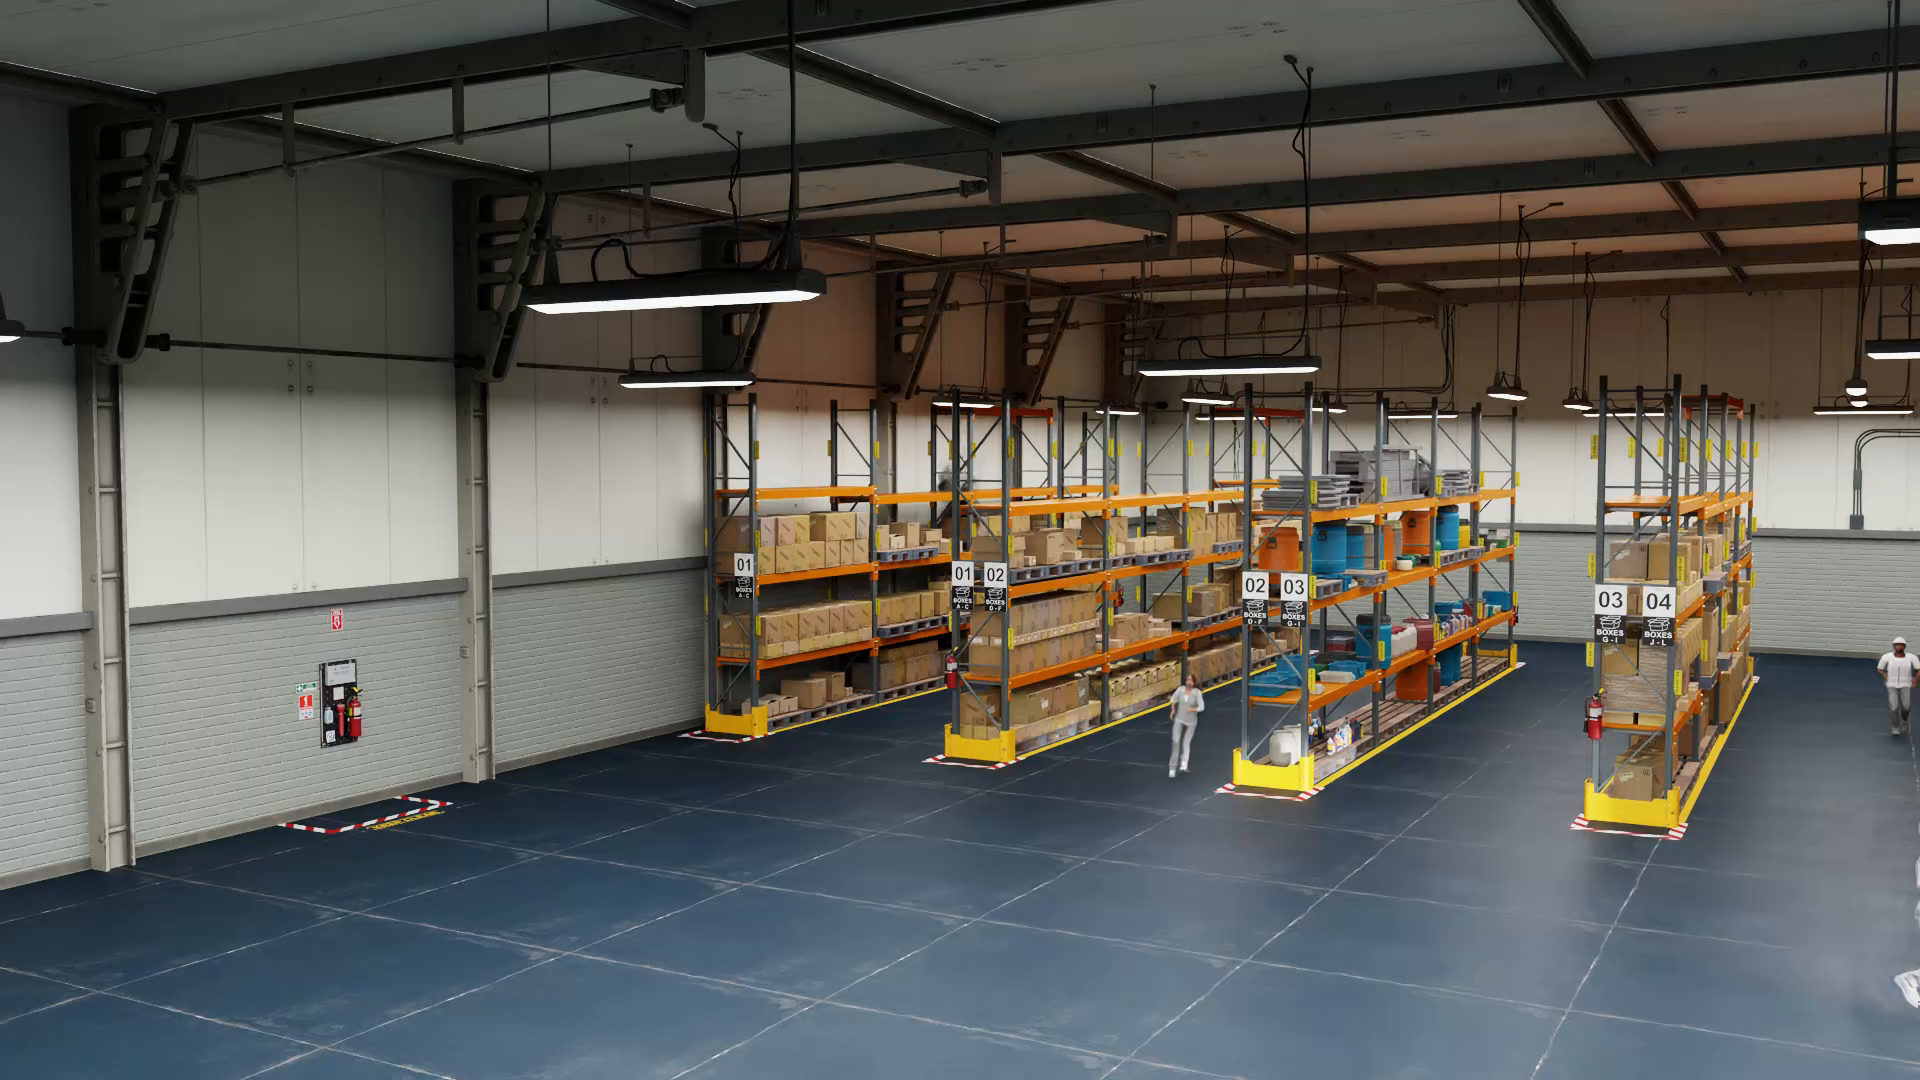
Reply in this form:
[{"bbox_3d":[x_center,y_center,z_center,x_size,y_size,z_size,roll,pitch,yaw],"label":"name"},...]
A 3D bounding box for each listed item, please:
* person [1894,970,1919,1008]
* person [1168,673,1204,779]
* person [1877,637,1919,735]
[{"bbox_3d":[8.573,3.346,14.321,0.681,1.766,0.878,-3,4,-41],"label":"person"},{"bbox_3d":[3.492,2.837,25.584,0.536,1.616,0.748,1,3,14],"label":"person"},{"bbox_3d":[16.412,2.563,29.063,0.691,1.721,0.585,2,4,29],"label":"person"}]
